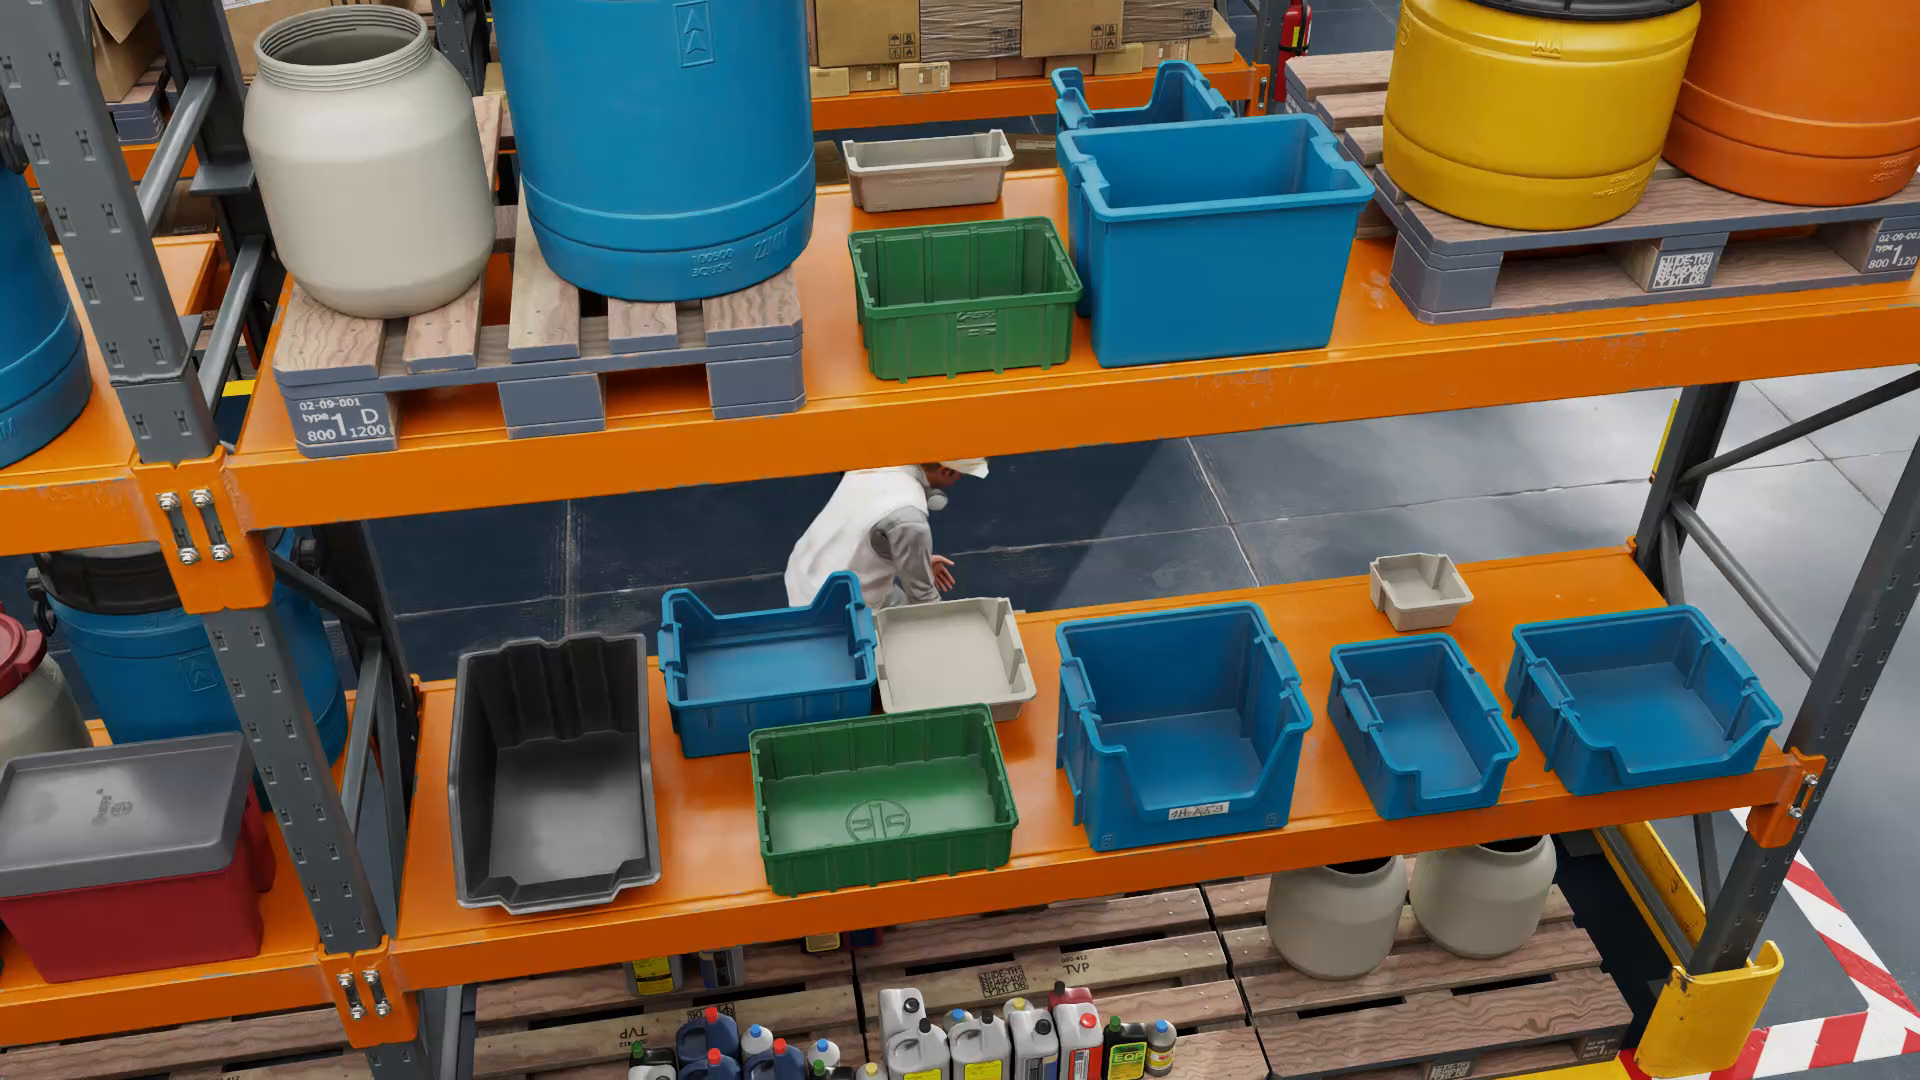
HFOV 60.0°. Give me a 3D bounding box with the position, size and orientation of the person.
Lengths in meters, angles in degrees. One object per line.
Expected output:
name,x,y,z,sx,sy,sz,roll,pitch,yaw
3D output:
person,-0.270,0.171,6.181,0.752,1.450,0.592,-6,39,-8
